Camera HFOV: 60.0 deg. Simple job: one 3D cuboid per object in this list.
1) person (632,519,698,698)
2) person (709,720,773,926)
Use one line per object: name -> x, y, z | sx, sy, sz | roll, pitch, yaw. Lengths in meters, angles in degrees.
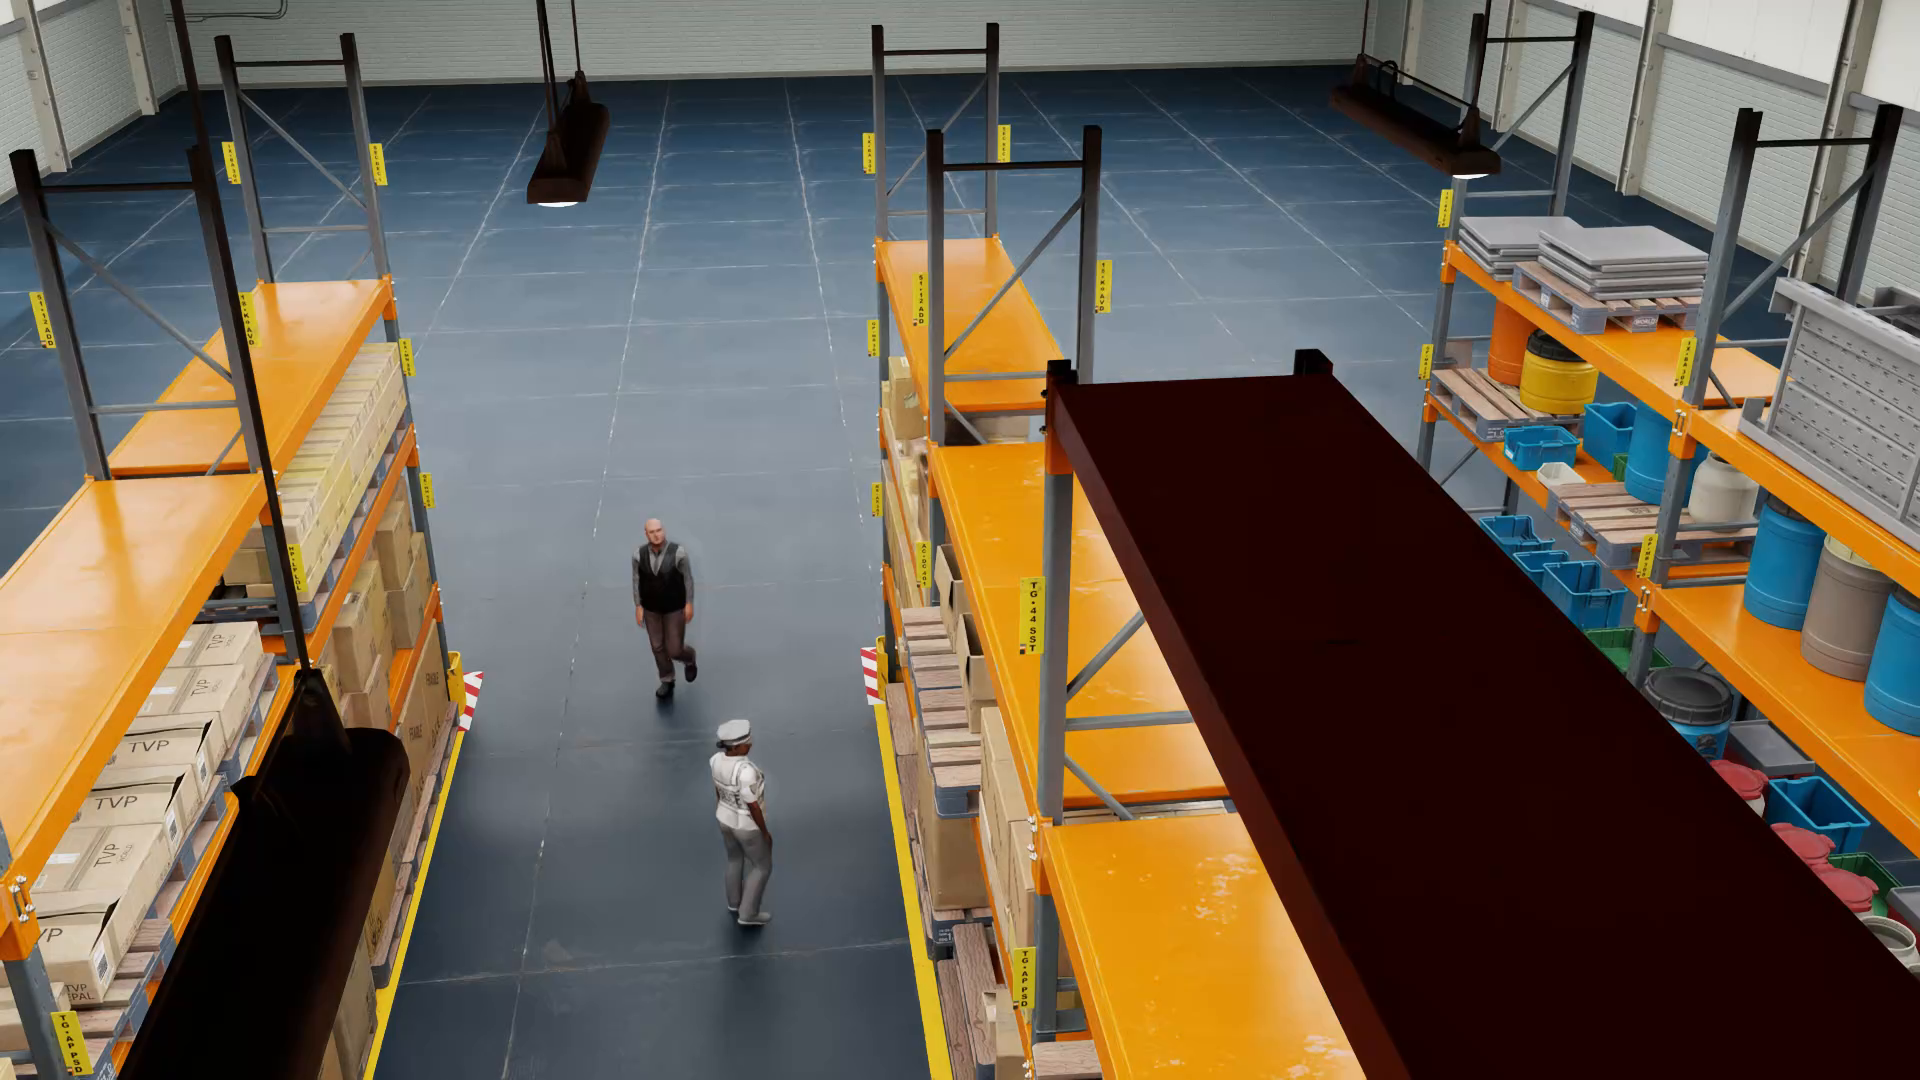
person -> -2.695, 0.601, 15.225 | 0.534, 1.706, 0.528 | 8, 27, 16
person -> -1.583, 2.089, 12.246 | 0.539, 1.693, 0.396 | 19, 32, 35
